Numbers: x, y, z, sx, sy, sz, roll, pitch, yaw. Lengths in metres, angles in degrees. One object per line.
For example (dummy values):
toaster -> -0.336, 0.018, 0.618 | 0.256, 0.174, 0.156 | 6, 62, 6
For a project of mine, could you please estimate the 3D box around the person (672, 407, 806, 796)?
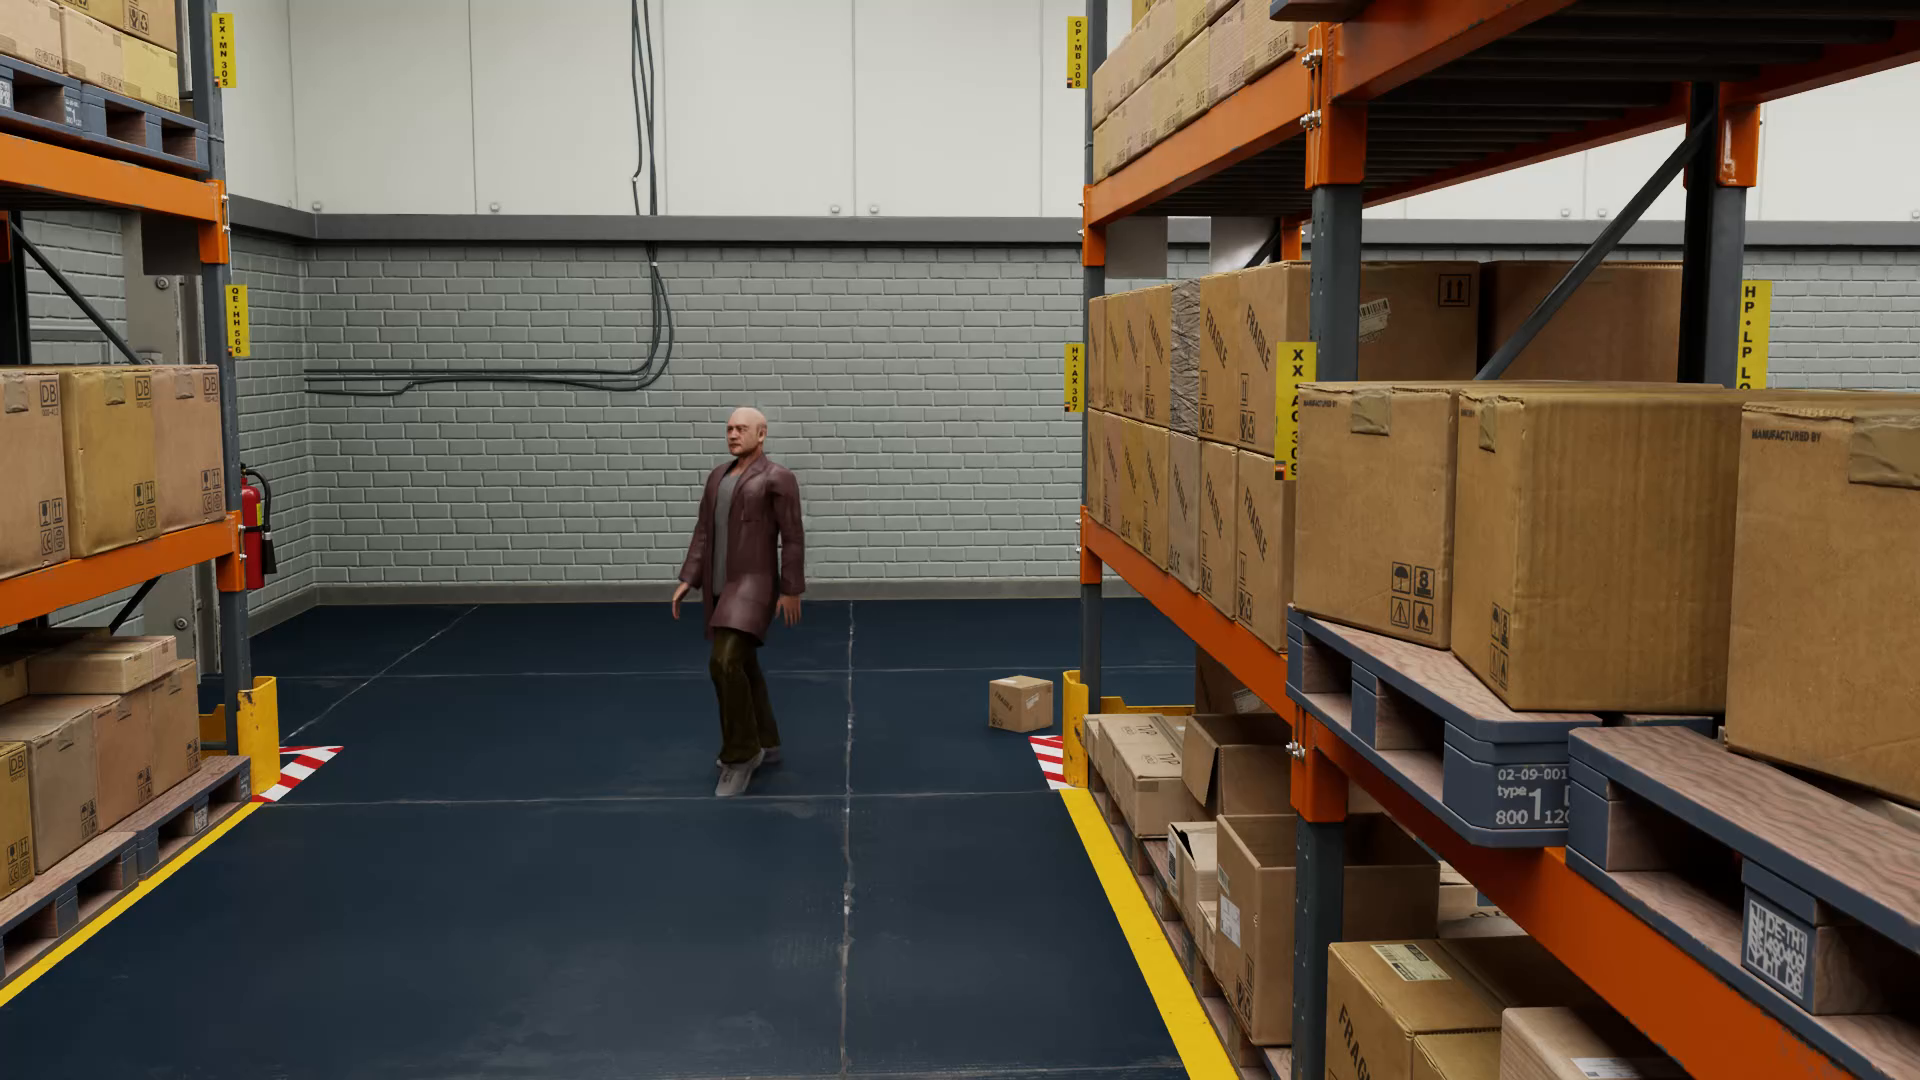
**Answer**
person -> -1.068, 0.289, 7.958 | 0.576, 1.844, 0.560 | 6, 9, 42
